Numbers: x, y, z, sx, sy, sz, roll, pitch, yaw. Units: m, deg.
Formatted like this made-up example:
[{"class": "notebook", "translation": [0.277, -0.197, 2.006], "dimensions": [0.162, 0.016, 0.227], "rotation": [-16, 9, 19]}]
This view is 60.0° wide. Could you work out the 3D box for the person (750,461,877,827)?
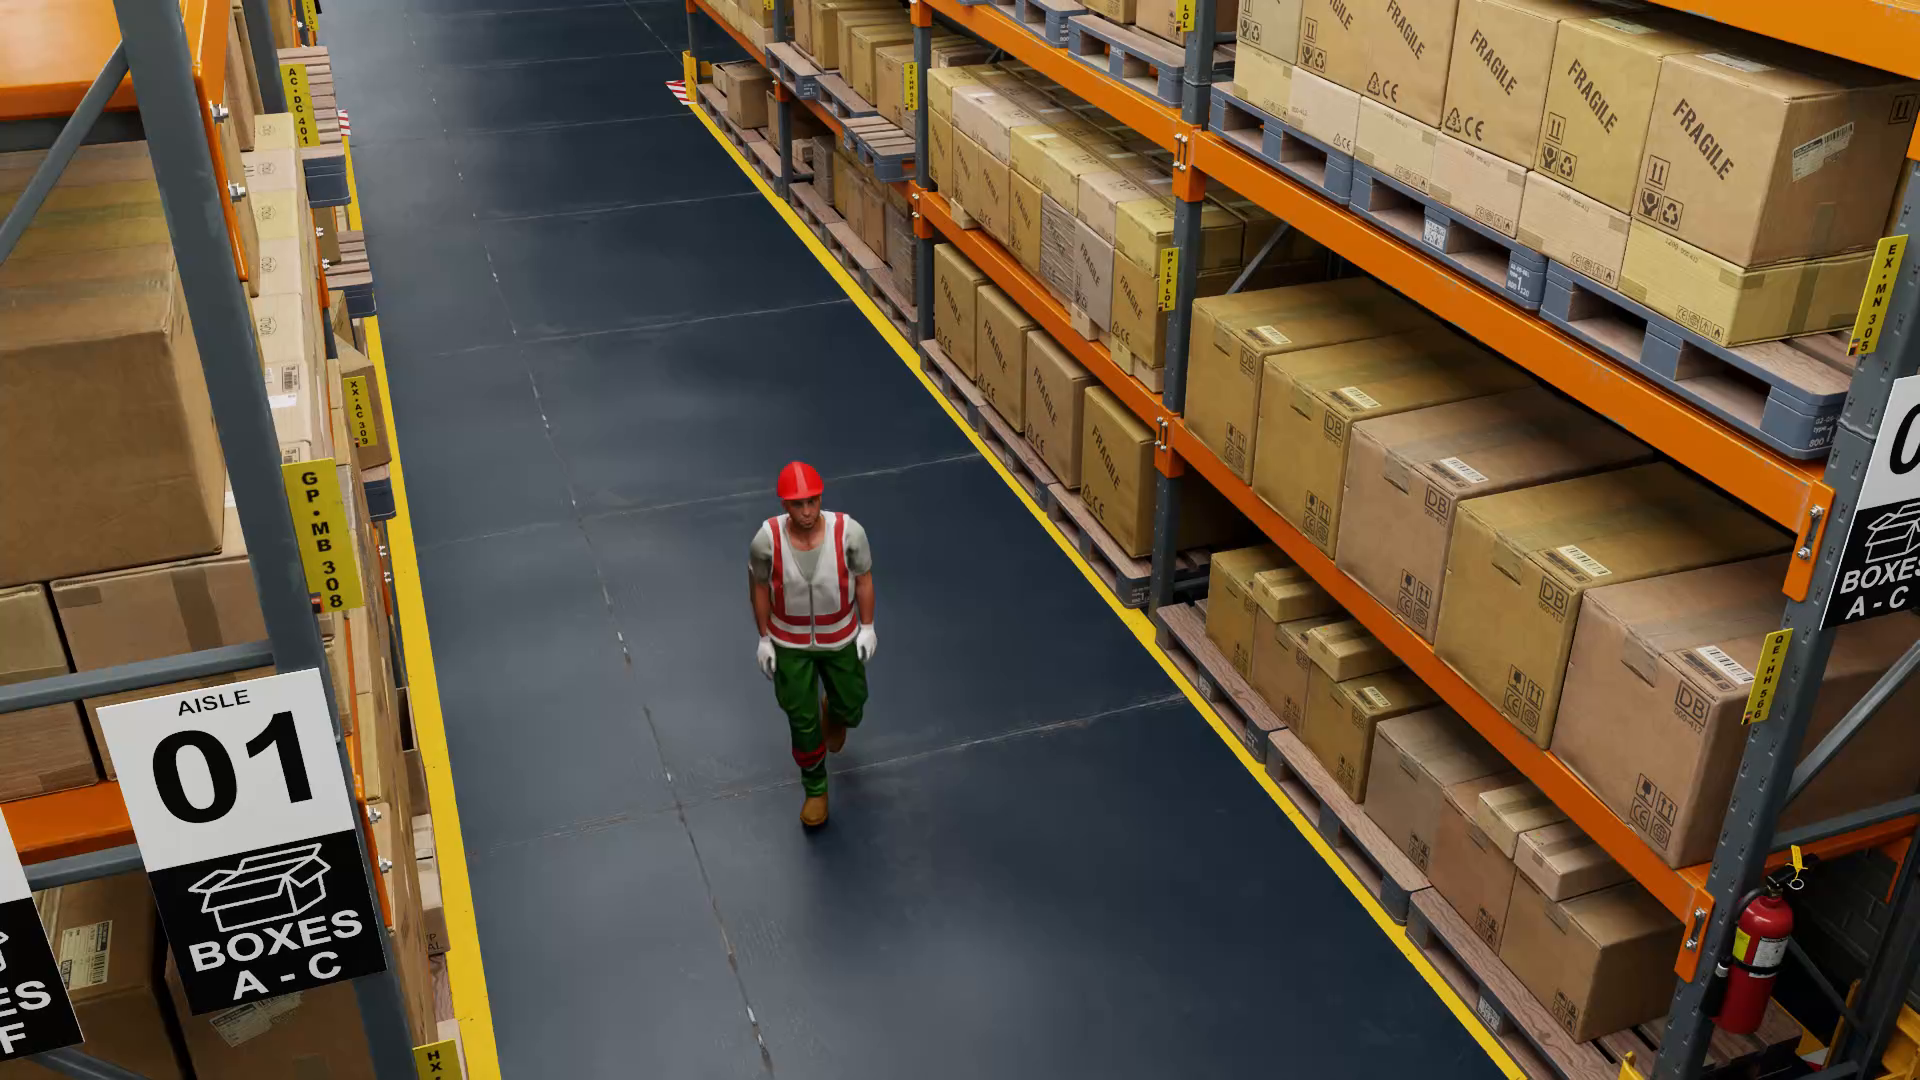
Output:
[{"class": "person", "translation": [-0.656, 0.407, 7.568], "dimensions": [0.550, 1.777, 0.702], "rotation": [-3, 30, -6]}]
